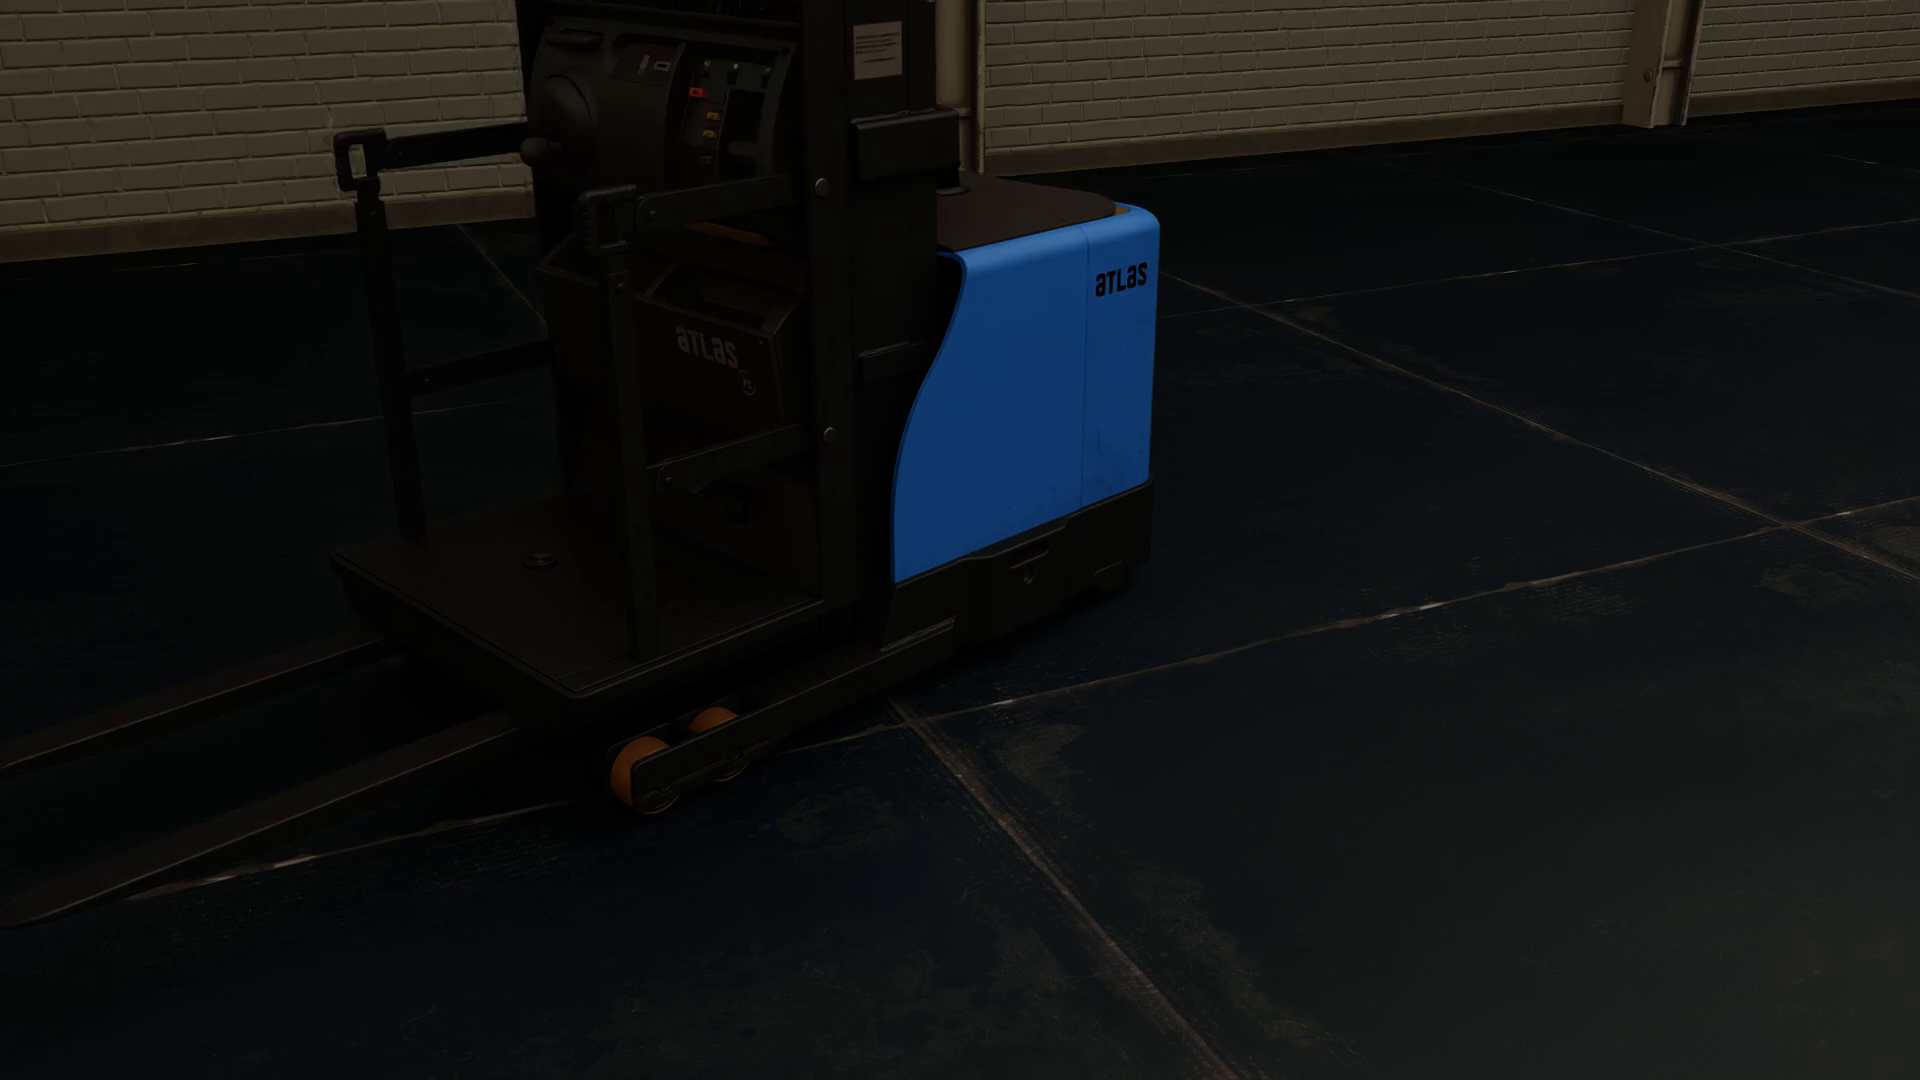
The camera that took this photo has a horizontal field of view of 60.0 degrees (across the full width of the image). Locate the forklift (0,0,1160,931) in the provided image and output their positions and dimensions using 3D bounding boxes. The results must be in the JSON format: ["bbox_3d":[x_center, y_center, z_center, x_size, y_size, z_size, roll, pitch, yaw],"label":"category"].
[{"bbox_3d":[-0.841,-0.974,3.630,1.130,2.935,3.031,21,30,40],"label":"forklift"}]
